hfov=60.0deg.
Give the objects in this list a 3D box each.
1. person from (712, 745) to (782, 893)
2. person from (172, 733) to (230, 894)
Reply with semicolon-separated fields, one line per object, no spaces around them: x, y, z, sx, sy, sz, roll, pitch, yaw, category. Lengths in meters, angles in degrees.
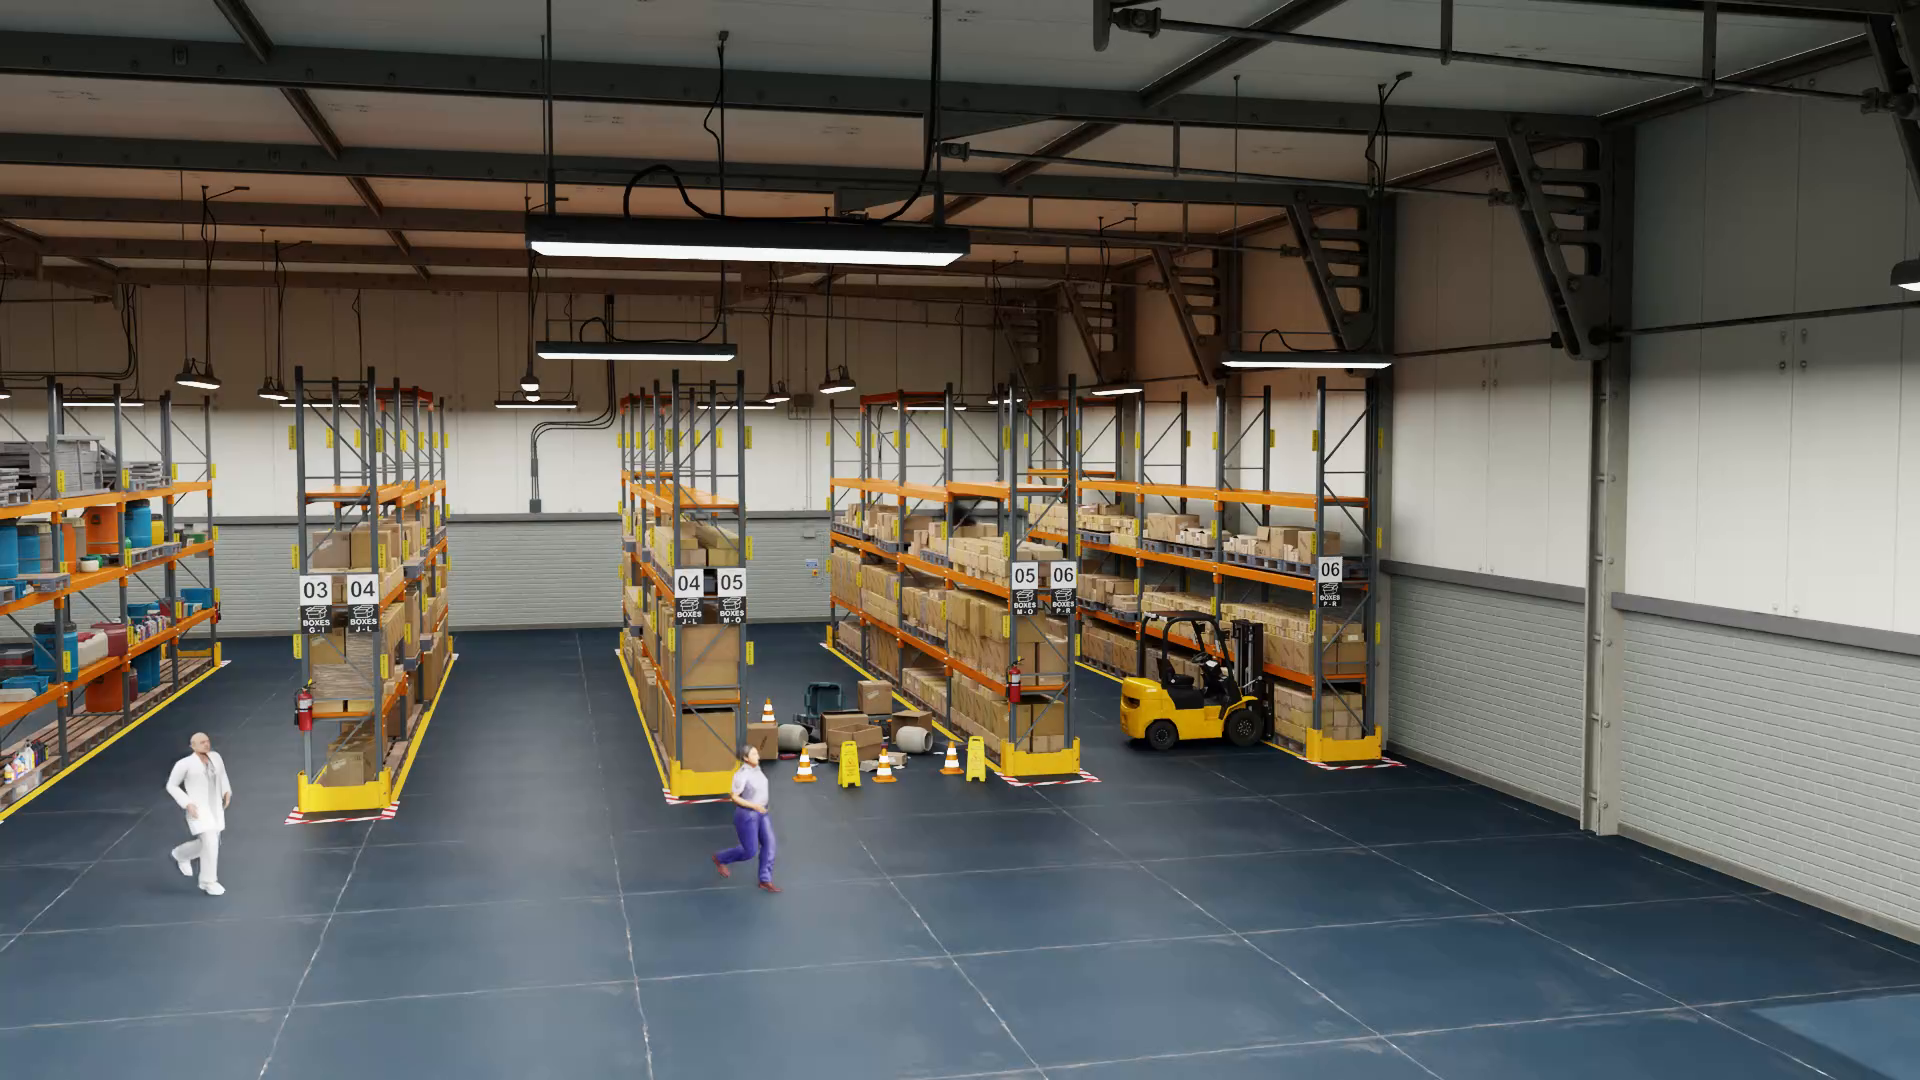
-2.361;3.105;18.573;0.823;1.633;0.616;1;4;23;person
-8.499;3.023;18.540;0.827;1.789;0.674;2;4;26;person
